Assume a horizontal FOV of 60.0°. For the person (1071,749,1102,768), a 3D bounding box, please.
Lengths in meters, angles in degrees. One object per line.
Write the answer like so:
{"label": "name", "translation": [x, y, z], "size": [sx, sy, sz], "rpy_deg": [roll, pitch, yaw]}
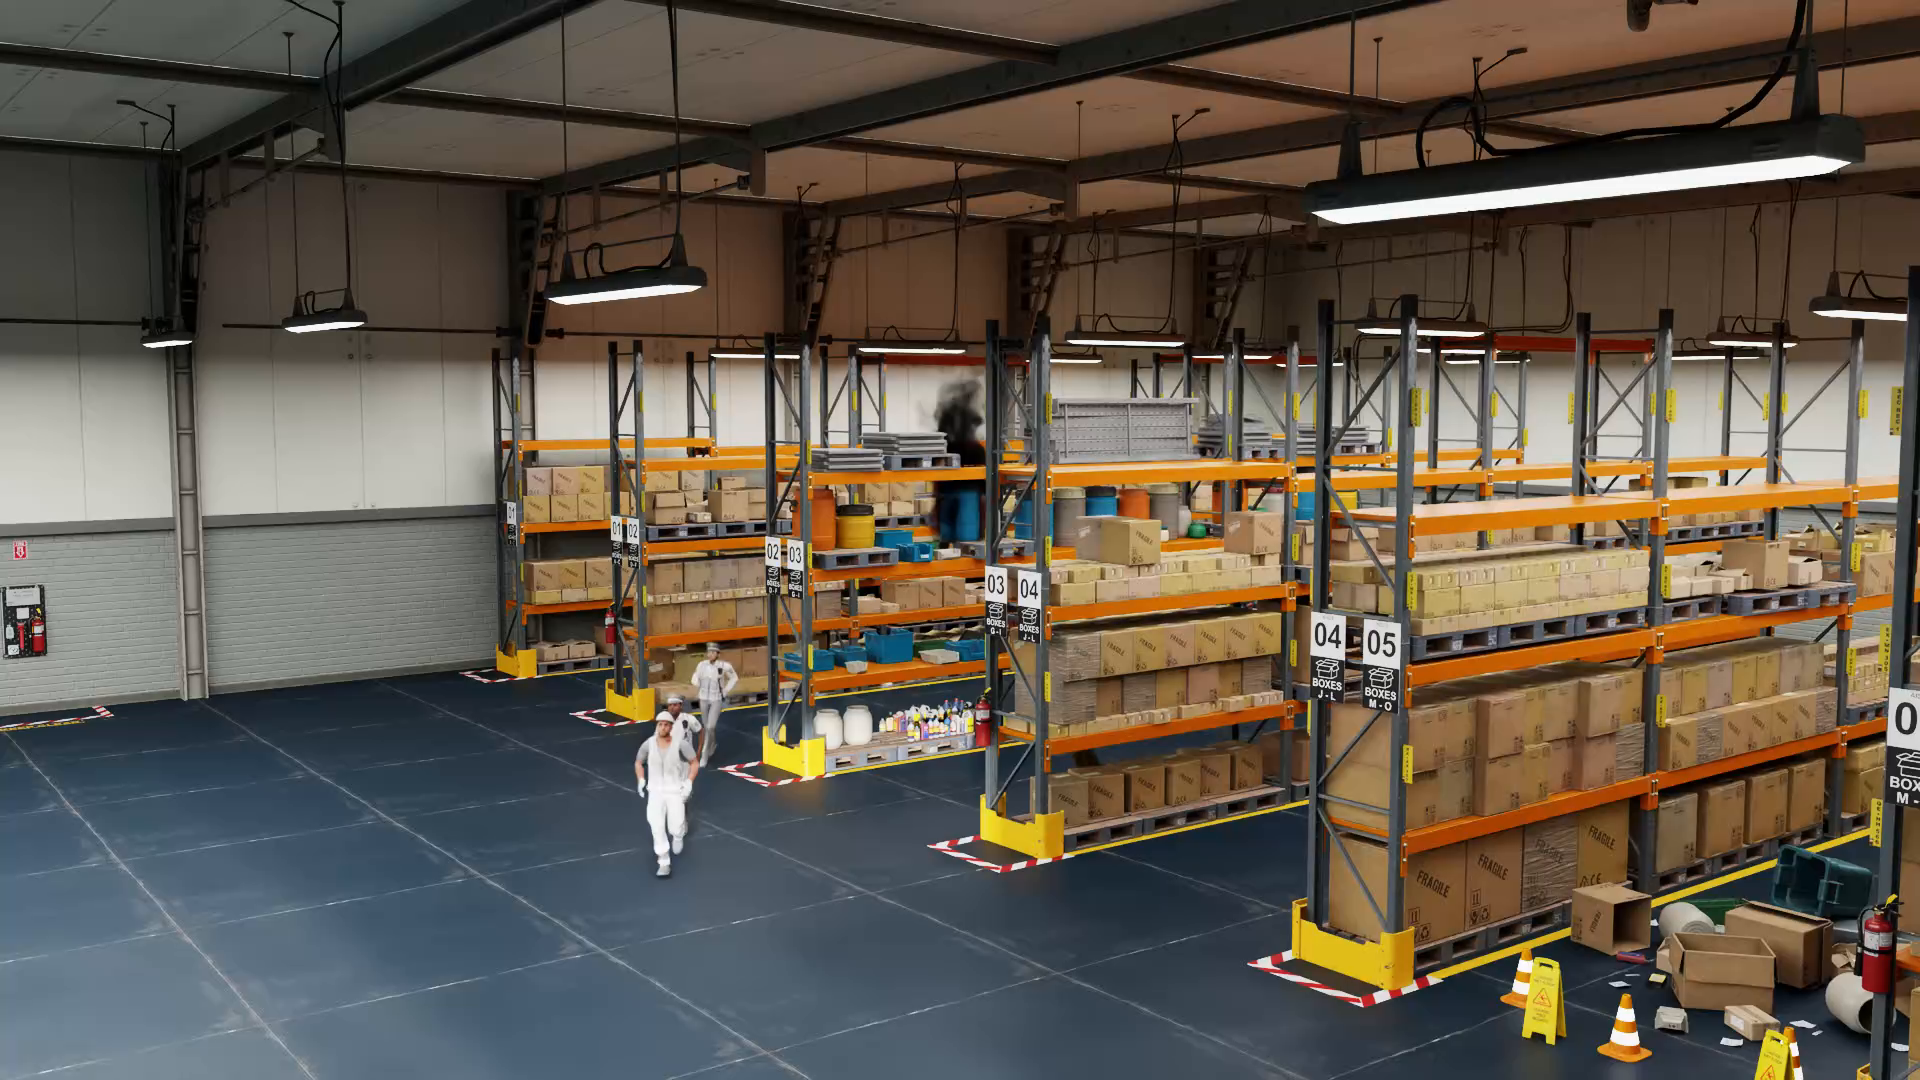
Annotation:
{"label": "person", "translation": [1.607, 2.410, 21.420], "size": [0.841, 1.843, 0.684], "rpy_deg": [-4, 6, -36]}

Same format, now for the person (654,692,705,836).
{"label": "person", "translation": [-3.311, 2.622, 19.535], "size": [0.581, 1.694, 0.656], "rpy_deg": [0, 5, -1]}

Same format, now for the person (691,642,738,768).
{"label": "person", "translation": [-3.457, 2.281, 23.328], "size": [0.618, 1.739, 0.779], "rpy_deg": [1, 5, 15]}

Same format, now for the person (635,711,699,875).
{"label": "person", "translation": [-3.180, 2.711, 18.019], "size": [0.698, 1.747, 0.724], "rpy_deg": [0, 5, -2]}
